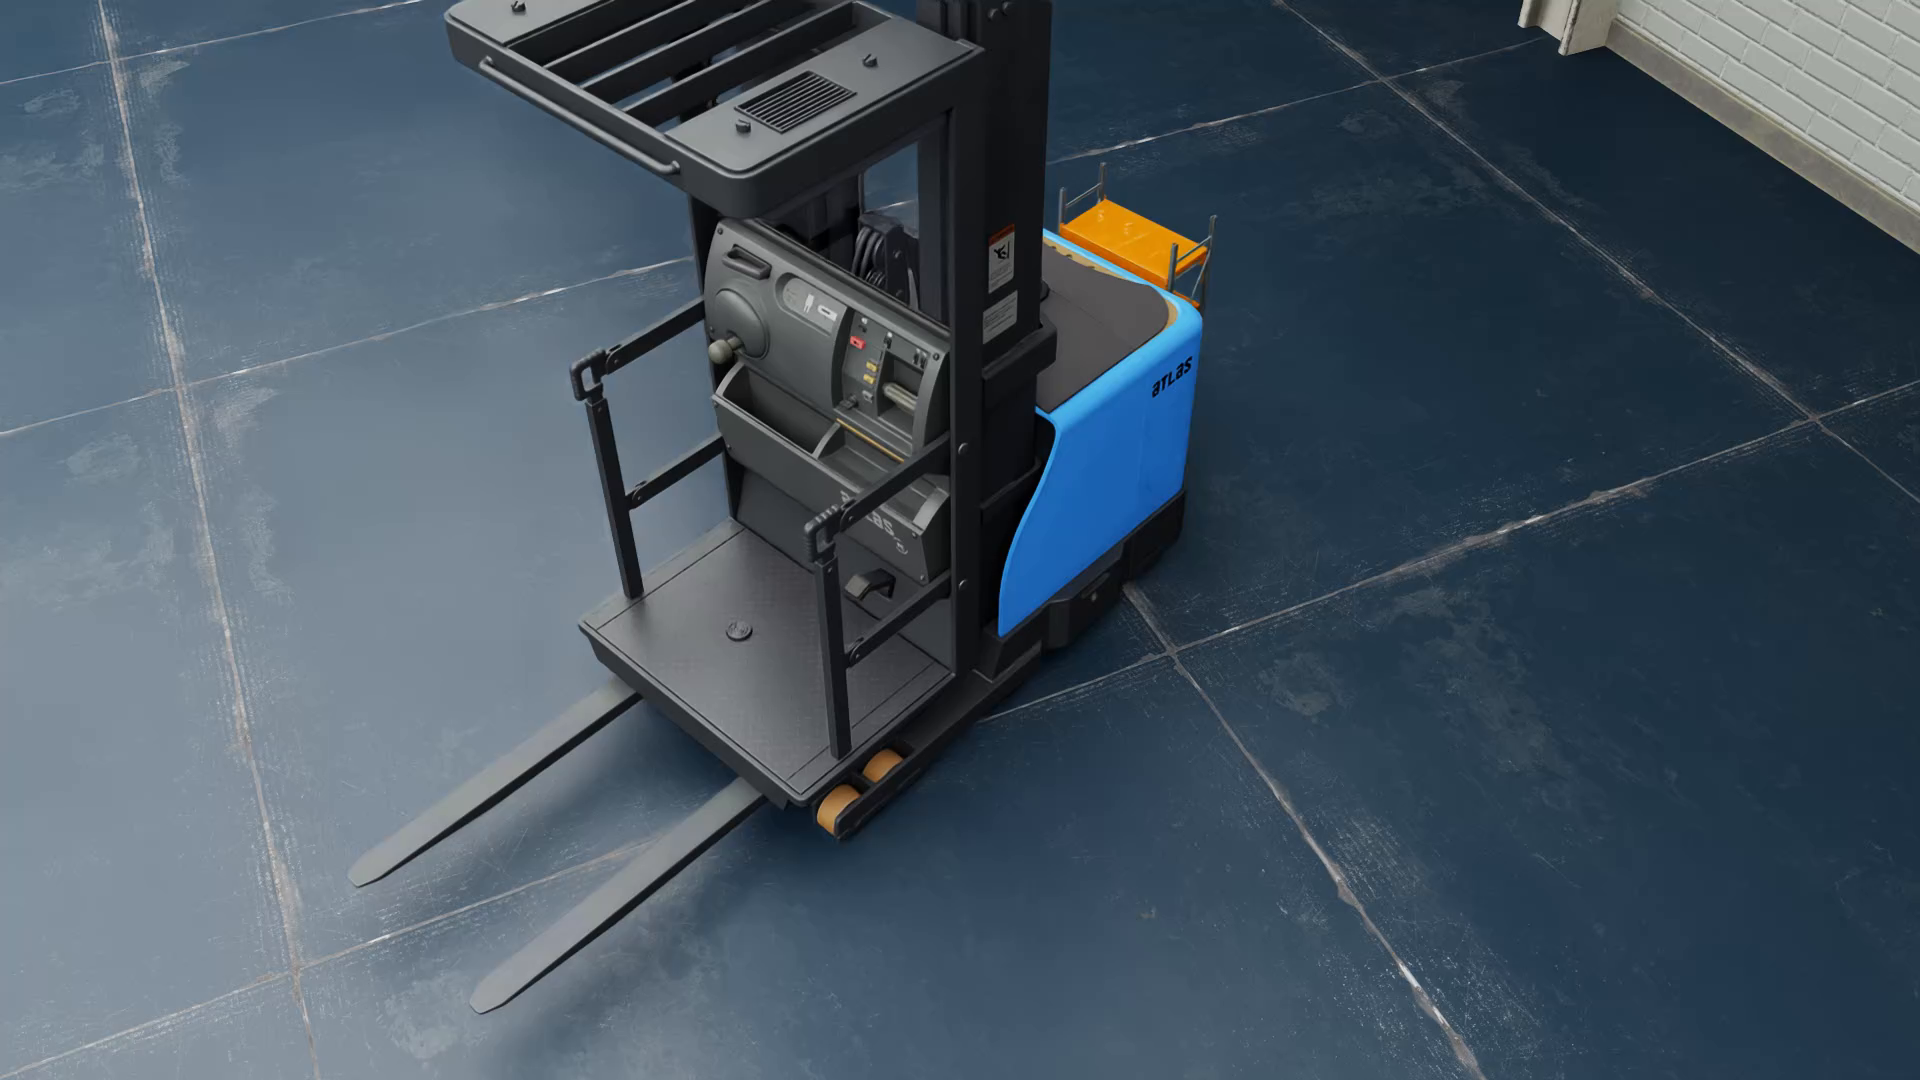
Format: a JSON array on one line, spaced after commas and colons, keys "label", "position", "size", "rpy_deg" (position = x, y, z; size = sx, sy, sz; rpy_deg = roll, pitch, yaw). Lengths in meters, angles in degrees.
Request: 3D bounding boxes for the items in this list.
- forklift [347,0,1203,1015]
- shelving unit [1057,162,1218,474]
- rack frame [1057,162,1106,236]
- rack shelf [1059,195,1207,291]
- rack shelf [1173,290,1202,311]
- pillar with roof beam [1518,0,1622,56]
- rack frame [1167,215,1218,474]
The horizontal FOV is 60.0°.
[{"label": "forklift", "position": [-0.546, -0.510, 4.680], "size": [1.130, 2.935, 3.031], "rpy_deg": [33, 53, 29]}, {"label": "shelving unit", "position": [0.612, -0.733, 6.138], "size": [0.503, 1.200, 0.258], "rpy_deg": [33, 53, 29]}, {"label": "rack frame", "position": [0.432, -0.849, 6.256], "size": [0.015, 1.200, 0.240], "rpy_deg": [33, 53, 29]}, {"label": "rack shelf", "position": [0.612, -1.013, 5.862], "size": [0.480, 0.148, 0.258], "rpy_deg": [33, 53, 29]}, {"label": "rack shelf", "position": [0.612, -0.844, 6.028], "size": [0.480, 0.148, 0.258], "rpy_deg": [33, 53, 29]}, {"label": "pillar with roof beam", "position": [-0.628, -4.685, 4.591], "size": [9.100, 9.000, 0.400], "rpy_deg": [-18, 47, -17]}, {"label": "rack frame", "position": [0.791, -0.616, 6.020], "size": [0.015, 1.200, 0.240], "rpy_deg": [33, 53, 29]}]
